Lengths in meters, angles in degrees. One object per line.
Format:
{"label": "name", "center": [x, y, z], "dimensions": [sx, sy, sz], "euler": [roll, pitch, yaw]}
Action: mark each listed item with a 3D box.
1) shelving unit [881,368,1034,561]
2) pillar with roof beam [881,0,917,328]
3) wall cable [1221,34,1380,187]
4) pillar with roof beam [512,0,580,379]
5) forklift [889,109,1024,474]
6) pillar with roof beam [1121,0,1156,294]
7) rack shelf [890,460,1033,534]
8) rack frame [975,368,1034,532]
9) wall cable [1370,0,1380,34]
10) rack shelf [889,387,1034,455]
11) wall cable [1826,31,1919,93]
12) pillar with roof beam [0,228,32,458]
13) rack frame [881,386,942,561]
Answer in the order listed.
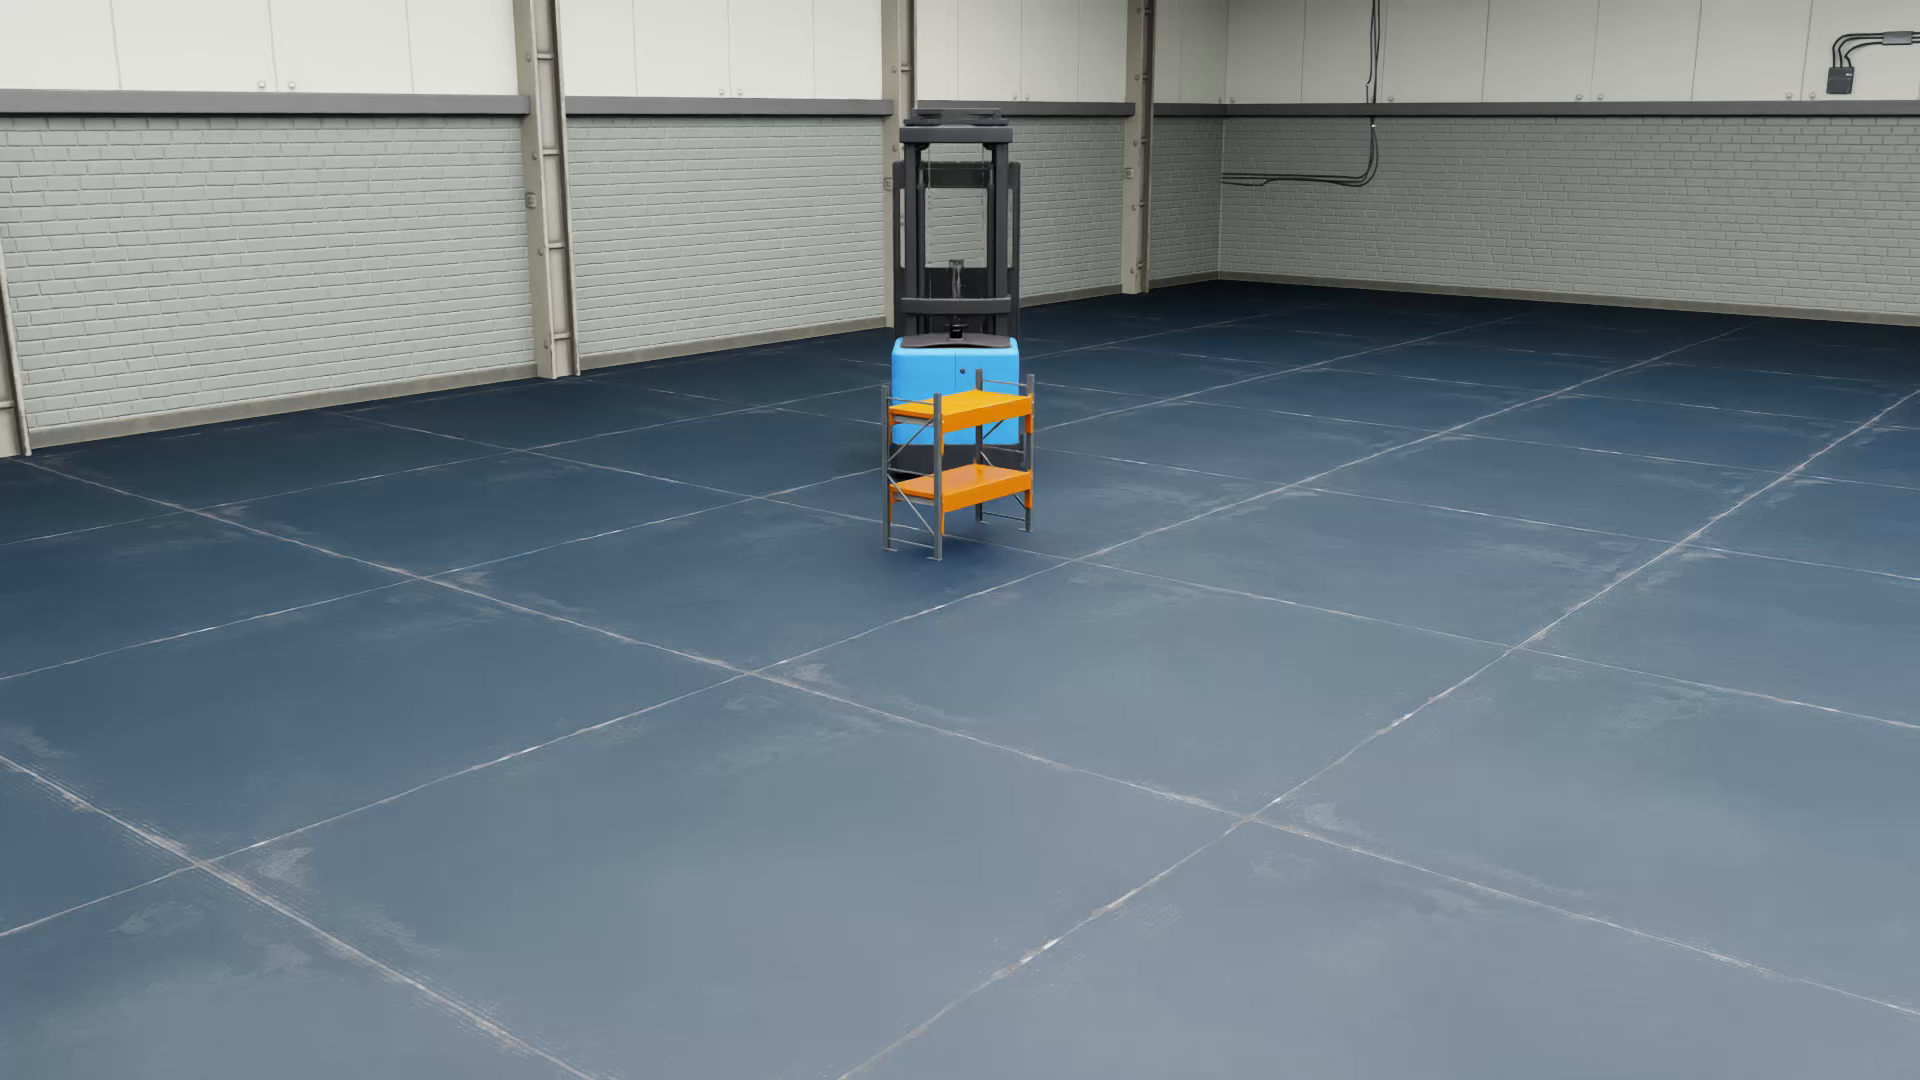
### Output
{"label": "shelving unit", "center": [-0.004, -0.544, 11.479], "dimensions": [0.538, 1.125, 1.048], "euler": [11, 18, 38]}
{"label": "pillar with roof beam", "center": [2.524, -6.725, 19.820], "dimensions": [9.100, 9.000, 0.400], "euler": [11, 18, 38]}
{"label": "wall cable", "center": [5.827, -7.395, 28.763], "dimensions": [3.097, 2.526, 0.112], "euler": [11, 18, 38]}
{"label": "pillar with roof beam", "center": [-1.247, -5.576, 15.297], "dimensions": [9.100, 9.000, 0.400], "euler": [11, 18, 38]}
{"label": "forklift", "center": [-0.029, -2.259, 14.563], "dimensions": [1.130, 2.935, 3.031], "euler": [0, 14, 0]}
{"label": "pillar with roof beam", "center": [6.295, -7.874, 24.343], "dimensions": [9.100, 9.000, 0.400], "euler": [11, 18, 38]}
{"label": "rack shelf", "center": [-0.004, -0.307, 11.540], "dimensions": [0.538, 0.278, 1.000], "euler": [11, 18, 38]}
{"label": "rack frame", "center": [0.315, -0.641, 11.863], "dimensions": [0.500, 1.125, 0.032], "euler": [11, 18, 38]}
{"label": "wall cable", "center": [7.931, -9.424, 26.493], "dimensions": [3.097, 2.526, 0.112], "euler": [11, 18, 38]}
{"label": "rack shelf", "center": [-0.004, -0.828, 11.407], "dimensions": [0.538, 0.278, 1.000], "euler": [11, 18, 38]}
{"label": "wall cable", "center": [13.201, -9.076, 22.167], "dimensions": [2.305, 6.003, 0.169], "euler": [11, 18, 38]}
{"label": "pillar with roof beam", "center": [-5.018, -4.427, 10.774], "dimensions": [9.100, 9.000, 0.400], "euler": [11, 18, 38]}
{"label": "rack frame", "center": [-0.324, -0.447, 11.096], "dimensions": [0.500, 1.125, 0.032], "euler": [11, 18, 38]}
